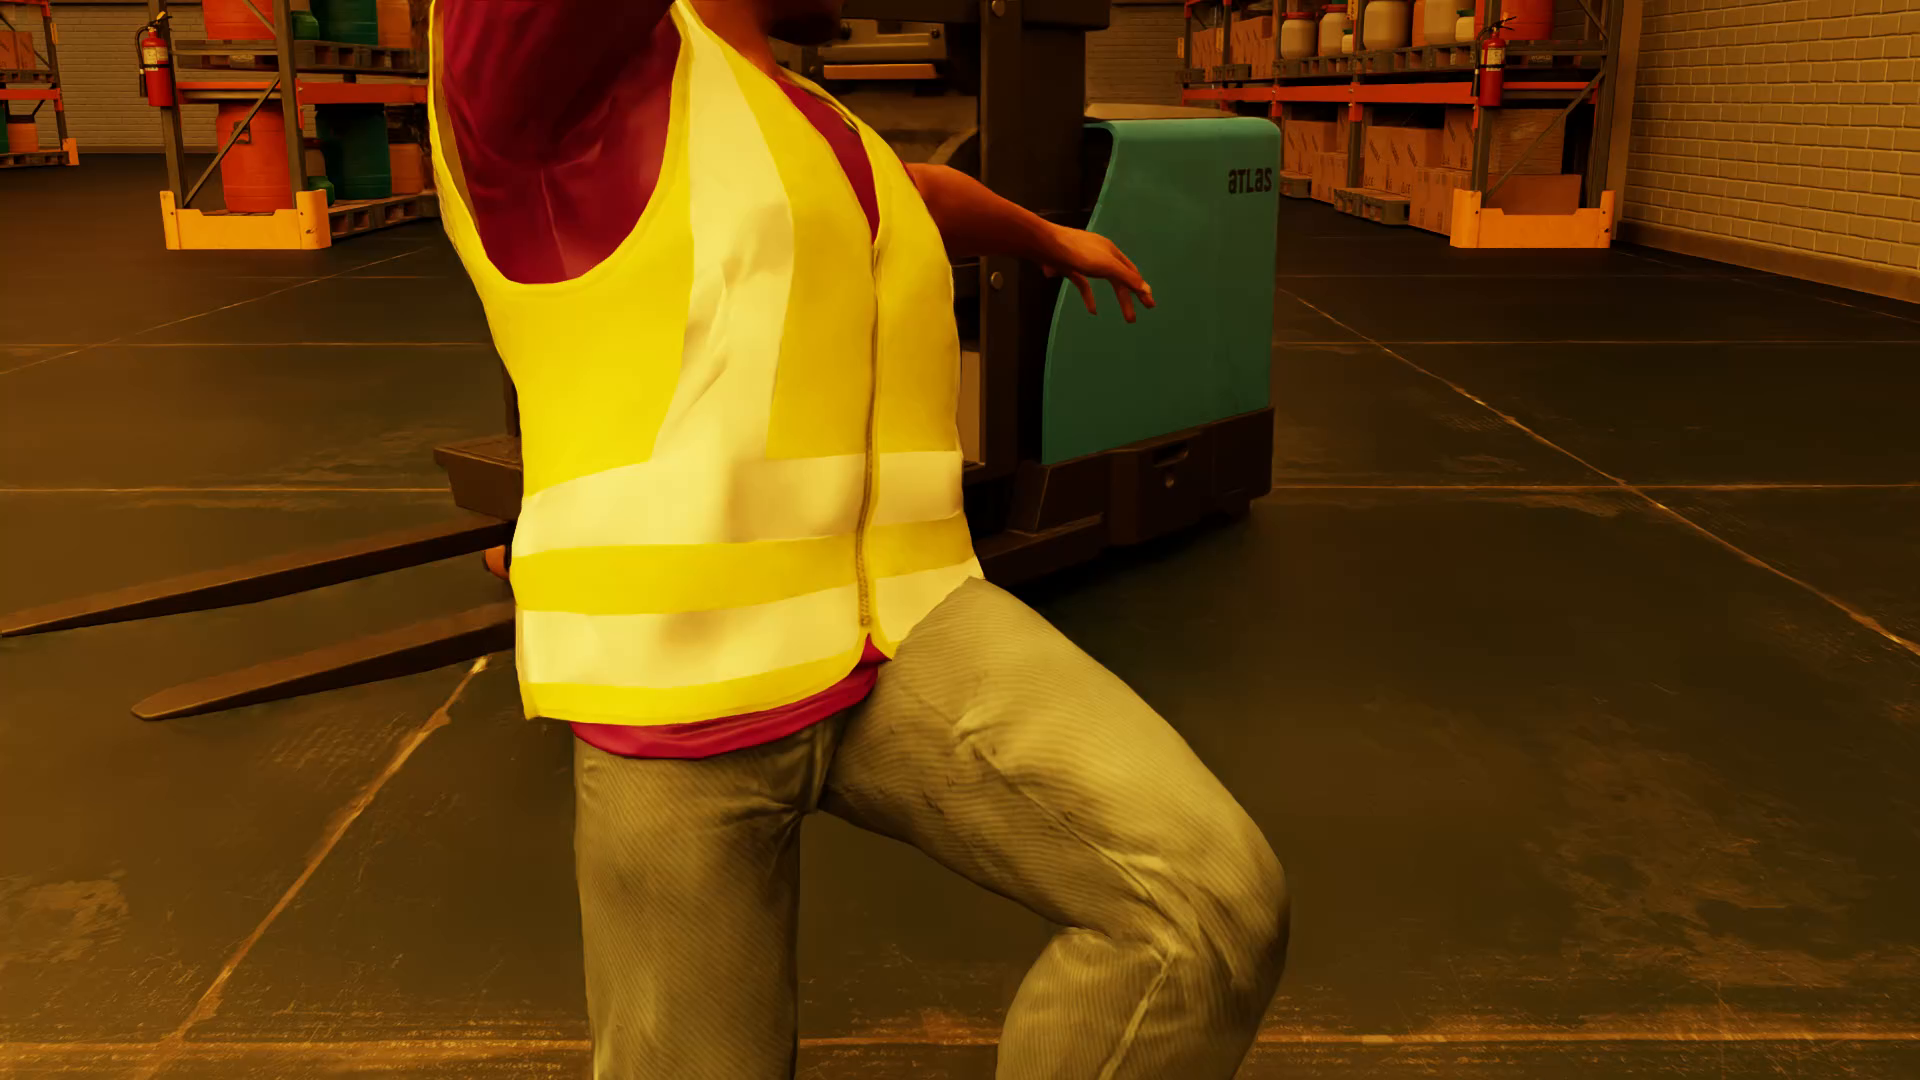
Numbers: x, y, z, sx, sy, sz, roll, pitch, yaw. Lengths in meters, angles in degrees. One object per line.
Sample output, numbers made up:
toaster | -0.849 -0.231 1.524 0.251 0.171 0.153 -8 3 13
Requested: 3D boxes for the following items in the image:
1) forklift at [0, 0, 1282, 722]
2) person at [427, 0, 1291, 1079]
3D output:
forklift | -0.484 -1.283 3.499 1.130 2.935 3.031 13 19 39
person | 0.091 -0.009 1.592 1.050 1.475 0.921 -13 19 -39
